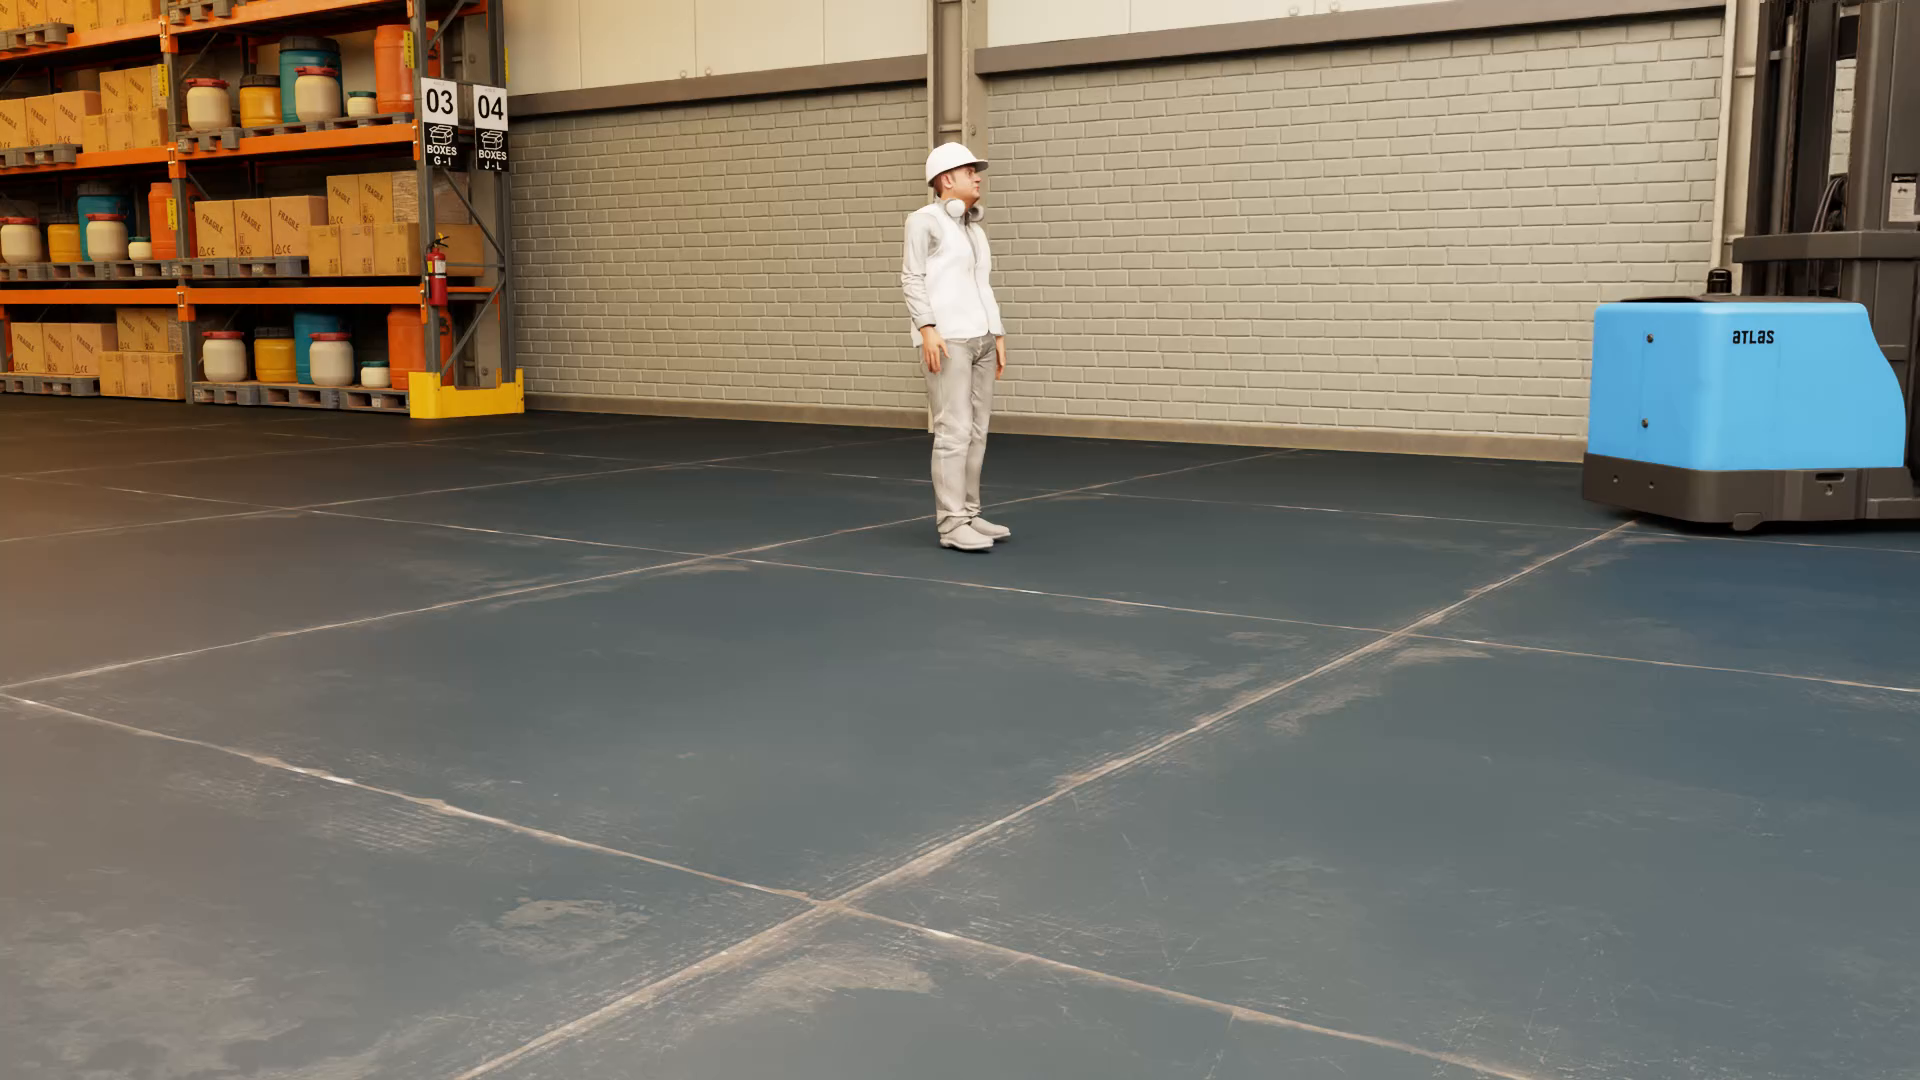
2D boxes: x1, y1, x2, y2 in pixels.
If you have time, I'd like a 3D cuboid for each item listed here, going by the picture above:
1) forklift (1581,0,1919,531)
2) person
[{"bbox_3d":[4.775,-1.568,8.222,3.031,2.935,1.130,-2,8,-11],"label":"forklift"},{"bbox_3d":[0.047,-0.880,7.437,0.568,1.773,0.632,5,10,34],"label":"person"}]
